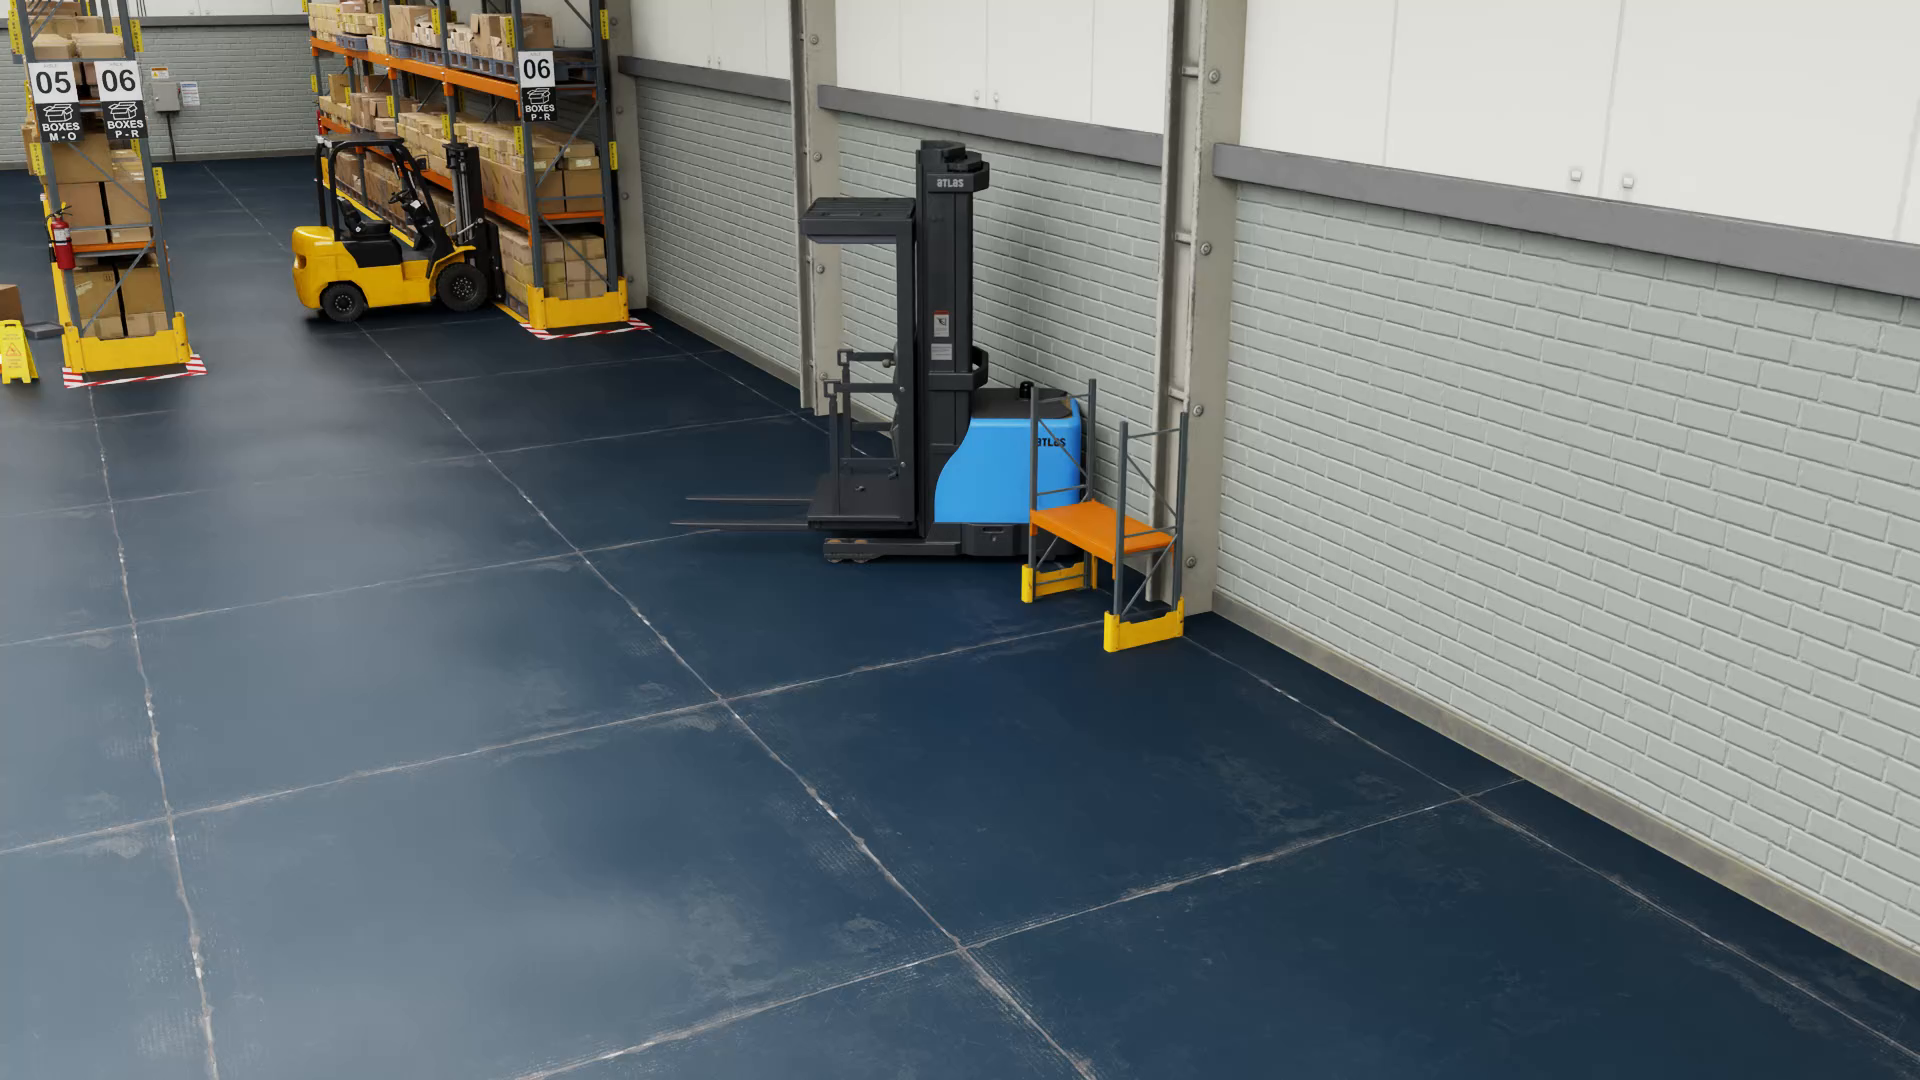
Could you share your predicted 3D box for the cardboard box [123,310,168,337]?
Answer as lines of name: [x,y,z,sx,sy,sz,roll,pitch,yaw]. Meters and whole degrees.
cardboard box: [-9.165,-2.487,18.813,0.500,0.250,0.500,-10,21,-27]

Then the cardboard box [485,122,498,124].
cardboard box: [-6.971,-6.023,24.340,0.380,0.149,0.250,-10,21,-27]

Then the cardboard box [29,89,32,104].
cardboard box: [-14.767,-7.108,26.946,0.500,0.500,0.500,-10,21,-26]

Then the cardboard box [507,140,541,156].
cardboard box: [-5.307,-4.786,20.298,0.380,0.149,0.250,-9,21,-25]

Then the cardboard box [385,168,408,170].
cardboard box: [-9.592,-6.270,28.398,0.380,0.149,0.250,-10,21,-26]

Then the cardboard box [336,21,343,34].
cardboard box: [-10.806,-9.116,29.628,0.500,0.250,0.500,-10,21,-26]

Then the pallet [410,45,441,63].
pallet: [-7.523,-7.208,24.612,1.003,0.211,1.213,-9,21,-24]

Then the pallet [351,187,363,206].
pallet: [-10.682,-6.408,30.879,1.003,0.211,1.213,-10,21,-27]

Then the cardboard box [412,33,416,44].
cardboard box: [-7.714,-7.267,24.084,0.380,0.149,0.250,-10,22,-27]

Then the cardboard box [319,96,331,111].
cardboard box: [-12.278,-8.575,32.657,0.500,0.250,0.500,-10,21,-26]

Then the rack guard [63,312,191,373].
rack guard: [-9.061,-2.154,18.109,1.175,0.500,0.348,-10,21,-27]

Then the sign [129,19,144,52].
sign: [-8.548,-5.230,17.250,0.100,0.325,0.005,-10,21,-27]

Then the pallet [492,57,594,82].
pallet: [-4.971,-5.667,19.994,1.003,0.211,1.213,-10,21,-27]

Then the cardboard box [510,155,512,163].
cardboard box: [-5.287,-4.647,20.352,0.380,0.149,0.250,-10,21,-26]

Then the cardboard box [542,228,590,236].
cardboard box: [-4.961,-3.766,20.985,0.500,0.250,0.500,-10,21,-27]

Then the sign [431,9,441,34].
sign: [-7.031,-6.957,22.320,0.100,0.325,0.005,-10,21,-27]

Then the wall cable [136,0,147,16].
wall cable: [-16.439,-12.887,36.124,2.988,3.039,0.133,-10,21,-27]

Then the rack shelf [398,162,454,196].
rack shelf: [-7.508,-5.467,24.978,1.077,0.370,4.000,-10,21,-27]

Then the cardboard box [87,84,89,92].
cardboard box: [-9.465,-5.045,18.439,0.380,0.149,0.250,-11,22,-28]

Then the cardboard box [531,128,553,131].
cardboard box: [-5.561,-5.310,21.816,0.380,0.149,0.250,-10,22,-27]

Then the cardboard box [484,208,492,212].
cardboard box: [-6.604,-4.416,22.870,0.500,0.250,0.500,-10,22,-27]

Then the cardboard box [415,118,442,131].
cardboard box: [-7.943,-6.229,24.936,0.380,0.149,0.250,-9,21,-26]

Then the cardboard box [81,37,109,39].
cardboard box: [-9.906,-5.720,19.172,0.380,0.149,0.250,-10,21,-26]

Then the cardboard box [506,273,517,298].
cardboard box: [-5.387,-3.213,20.916,0.500,0.250,0.500,-10,21,-27]

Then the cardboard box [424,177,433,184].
cardboard box: [-8.722,-6.042,27.736,0.380,0.149,0.250,-10,21,-26]

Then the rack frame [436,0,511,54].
rack frame: [-6.558,-8.068,22.218,1.000,3.000,0.127,-10,21,-27]

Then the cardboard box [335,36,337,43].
cardboard box: [-11.134,-9.106,30.209,0.380,0.149,0.250,-10,21,-27]

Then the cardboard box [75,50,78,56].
cardboard box: [-10.008,-5.572,19.355,0.500,0.250,0.500,-10,22,-28]

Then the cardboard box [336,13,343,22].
cardboard box: [-10.601,-9.061,28.825,0.380,0.149,0.250,-9,21,-25]

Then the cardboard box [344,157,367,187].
cardboard box: [-11.185,-6.954,31.375,0.700,0.500,0.500,-11,22,-29]

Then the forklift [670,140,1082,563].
forklift: [-0.623,-1.391,12.170,3.031,2.935,1.130,1,19,1]

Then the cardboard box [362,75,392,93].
cardboard box: [-10.830,-8.422,31.064,0.500,0.500,0.500,-11,22,-28]

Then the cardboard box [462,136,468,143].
cardboard box: [-6.514,-5.380,22.477,0.380,0.149,0.250,-9,21,-25]

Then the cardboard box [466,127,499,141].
cardboard box: [-6.303,-5.367,21.982,0.380,0.149,0.250,-9,21,-25]

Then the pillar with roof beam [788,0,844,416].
pillar with roof beam: [-5.135,-4.870,12.950,9.100,9.000,0.400,-10,21,-27]

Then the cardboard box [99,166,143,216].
cardboard box: [-9.498,-3.975,18.944,0.500,0.500,0.500,-10,22,-28]

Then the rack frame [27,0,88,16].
rack frame: [-14.723,-9.595,26.642,1.000,3.000,0.127,-10,21,-27]

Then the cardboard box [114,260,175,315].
cardboard box: [-9.177,-2.849,18.710,0.500,0.500,0.500,-11,22,-28]

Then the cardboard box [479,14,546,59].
cardboard box: [-5.481,-6.194,20.434,0.700,0.500,0.500,-10,21,-26]

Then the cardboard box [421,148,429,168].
cardboard box: [-7.732,-5.704,24.792,0.500,0.250,0.500,-9,21,-25]

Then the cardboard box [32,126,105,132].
cardboard box: [-9.693,-4.234,18.161,0.700,0.500,0.500,-10,21,-26]

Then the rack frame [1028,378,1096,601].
rack frame: [0.691,-0.335,11.303,0.500,1.500,0.032,-11,22,-28]

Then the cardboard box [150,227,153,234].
cardboard box: [-9.191,-3.484,18.515,0.380,0.149,0.250,-11,22,-28]

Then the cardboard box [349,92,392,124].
cardboard box: [-10.324,-7.601,29.264,0.700,0.500,0.500,-9,21,-25]

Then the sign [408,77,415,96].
sign: [-9.870,-8.163,29.915,0.100,0.325,0.005,-10,21,-27]

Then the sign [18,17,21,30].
sign: [-13.316,-7.227,23.464,0.100,0.325,0.005,-10,21,-27]

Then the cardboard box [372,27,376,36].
cardboard box: [-9.426,-8.354,27.264,0.380,0.149,0.250,-9,21,-25]

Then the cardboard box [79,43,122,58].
cardboard box: [-9.014,-5.124,17.447,0.380,0.149,0.250,-10,21,-27]

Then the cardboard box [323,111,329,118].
cardboard box: [-12.342,-8.422,32.824,0.380,0.149,0.250,-10,21,-27]

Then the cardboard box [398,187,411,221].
cardboard box: [-8.847,-5.486,27.119,0.500,0.500,0.500,-9,21,-25]

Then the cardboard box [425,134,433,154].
cardboard box: [-7.504,-5.793,24.286,0.500,0.250,0.500,-10,21,-26]

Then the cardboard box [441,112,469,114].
cardboard box: [-7.902,-6.615,26.055,0.380,0.149,0.250,-9,21,-25]

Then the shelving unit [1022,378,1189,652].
shelving unit: [0.939,-0.194,10.893,0.587,1.500,1.083,-11,22,-28]

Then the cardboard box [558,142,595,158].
cardboard box: [-4.630,-4.708,20.074,0.380,0.149,0.250,-10,22,-28]
